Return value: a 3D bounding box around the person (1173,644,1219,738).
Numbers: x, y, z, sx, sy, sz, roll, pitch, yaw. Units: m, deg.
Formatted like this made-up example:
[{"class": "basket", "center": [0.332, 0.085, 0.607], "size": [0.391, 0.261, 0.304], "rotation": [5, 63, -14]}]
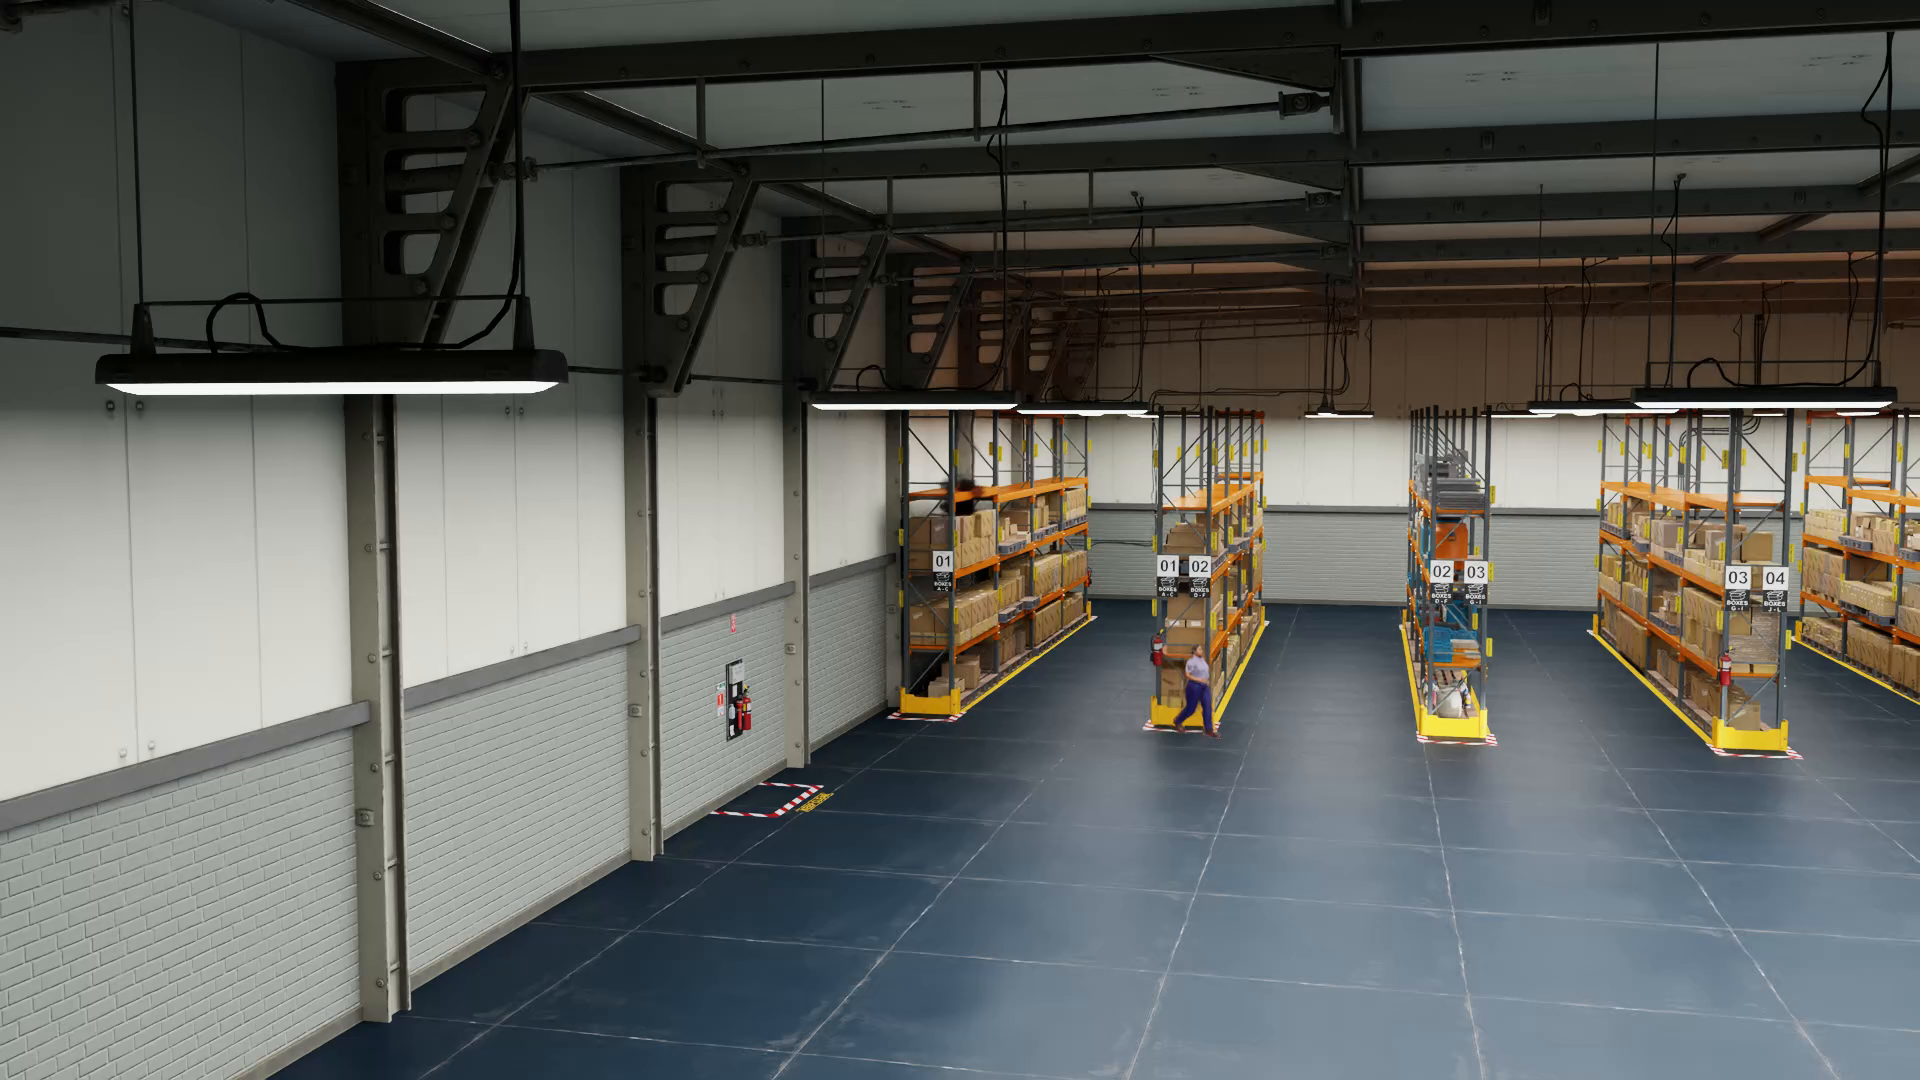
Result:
[{"class": "person", "center": [4.208, 2.655, 29.516], "size": [0.917, 1.640, 0.623], "rotation": [4, 6, 44]}]
